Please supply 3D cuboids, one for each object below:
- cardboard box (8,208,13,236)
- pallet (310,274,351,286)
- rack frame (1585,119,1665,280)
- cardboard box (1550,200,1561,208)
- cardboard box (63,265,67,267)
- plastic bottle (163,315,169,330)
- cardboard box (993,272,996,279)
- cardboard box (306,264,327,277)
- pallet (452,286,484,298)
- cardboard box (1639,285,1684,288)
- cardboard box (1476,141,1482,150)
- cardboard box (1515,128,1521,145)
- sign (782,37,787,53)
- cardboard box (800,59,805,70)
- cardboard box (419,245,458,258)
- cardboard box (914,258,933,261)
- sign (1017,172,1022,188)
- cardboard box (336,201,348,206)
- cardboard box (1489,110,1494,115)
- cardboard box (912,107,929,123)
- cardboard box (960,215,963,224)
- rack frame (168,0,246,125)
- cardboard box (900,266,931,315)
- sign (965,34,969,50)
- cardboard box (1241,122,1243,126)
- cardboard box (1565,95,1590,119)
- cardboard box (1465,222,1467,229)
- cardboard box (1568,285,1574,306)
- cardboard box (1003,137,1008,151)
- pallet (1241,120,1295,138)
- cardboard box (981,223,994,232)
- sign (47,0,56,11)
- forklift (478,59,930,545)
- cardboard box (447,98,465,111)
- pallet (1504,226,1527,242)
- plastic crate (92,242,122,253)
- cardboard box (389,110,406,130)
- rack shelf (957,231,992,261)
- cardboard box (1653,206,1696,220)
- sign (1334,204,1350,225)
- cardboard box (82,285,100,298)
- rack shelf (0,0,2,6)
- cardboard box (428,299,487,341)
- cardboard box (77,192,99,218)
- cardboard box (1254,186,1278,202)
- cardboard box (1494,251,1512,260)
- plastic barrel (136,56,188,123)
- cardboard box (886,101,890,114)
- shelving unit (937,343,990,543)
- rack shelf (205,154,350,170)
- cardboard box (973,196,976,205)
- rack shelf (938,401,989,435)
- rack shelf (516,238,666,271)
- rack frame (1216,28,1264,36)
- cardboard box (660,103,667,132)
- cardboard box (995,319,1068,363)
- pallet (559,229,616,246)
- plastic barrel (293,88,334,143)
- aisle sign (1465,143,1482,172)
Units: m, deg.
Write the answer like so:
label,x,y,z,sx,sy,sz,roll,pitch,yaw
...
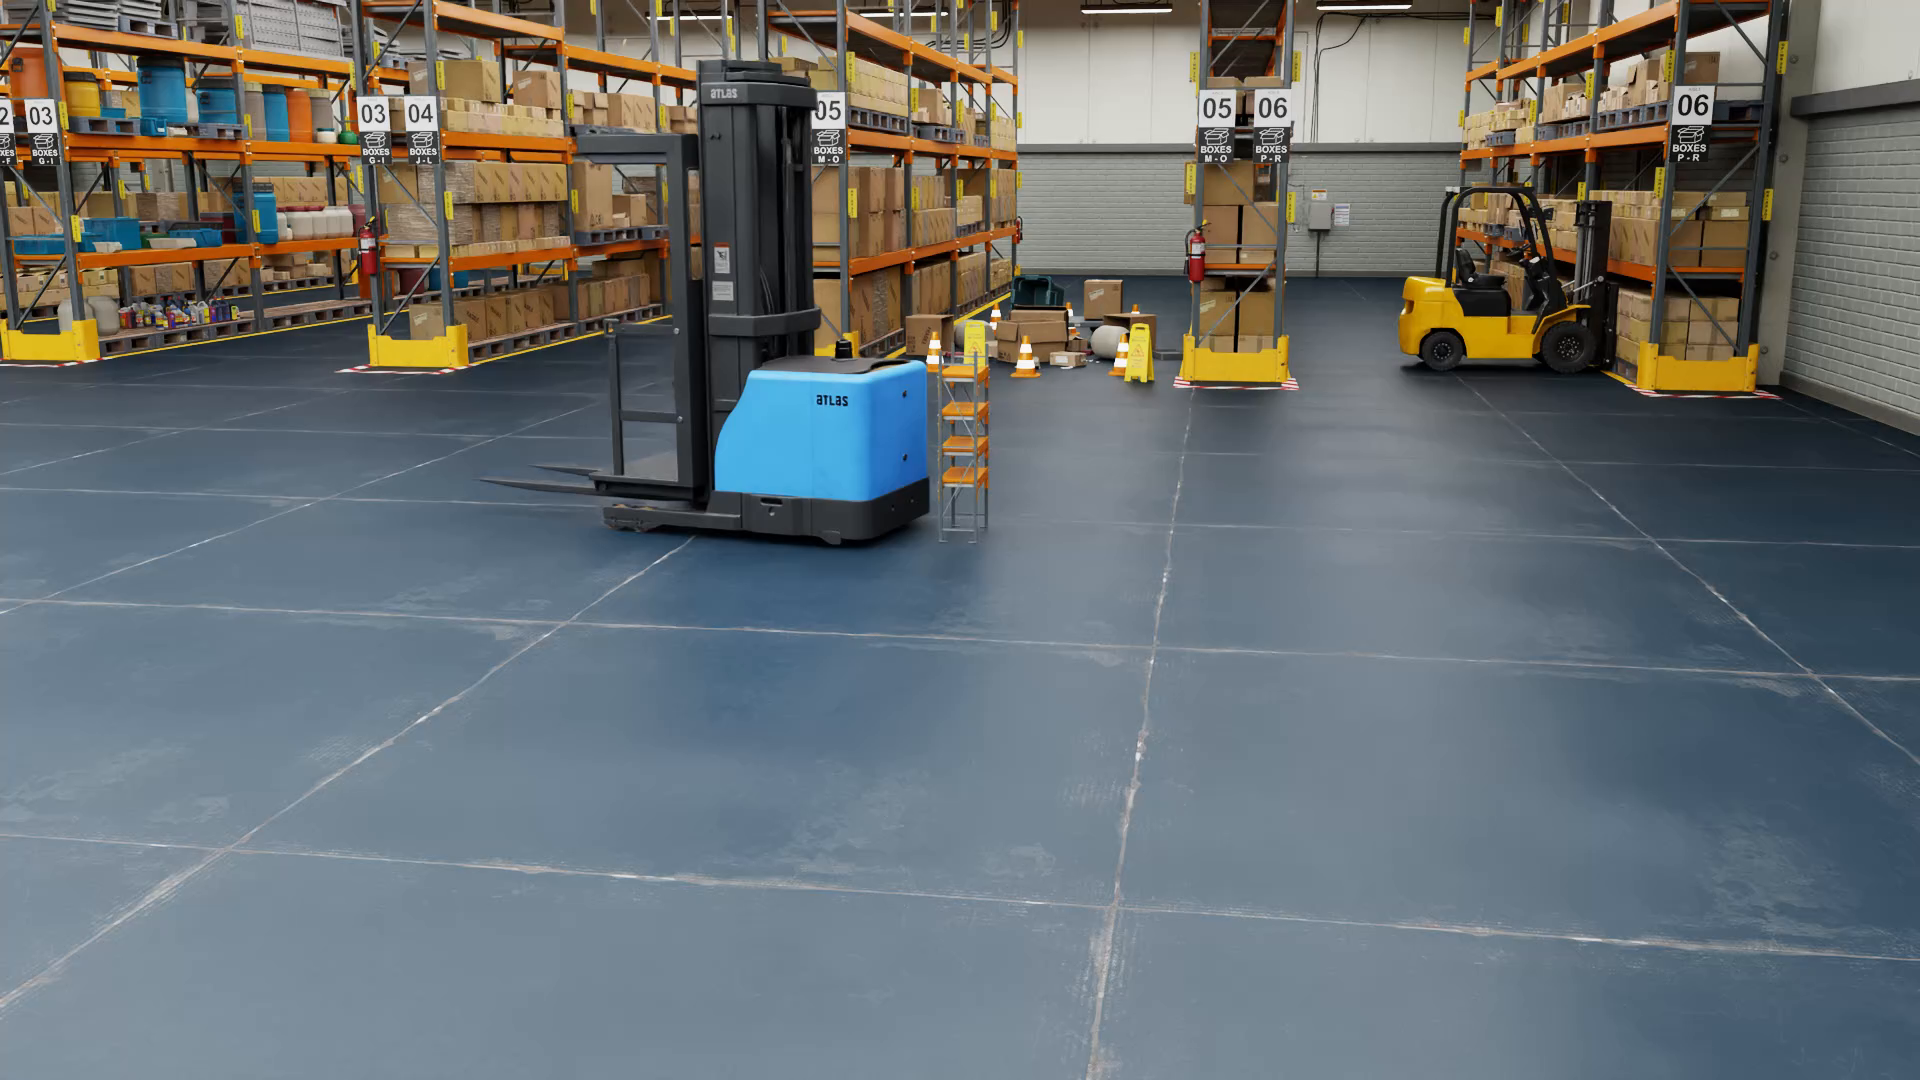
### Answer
label,x,y,z,sx,sy,sz,roll,pitch,yaw
cardboard box,-15.625,-5.077,26.692,0.500,0.500,0.500,3,12,13
pallet,-14.128,-5.712,36.496,1.003,0.211,1.213,2,12,9
rack frame,8.645,-3.956,21.729,1.000,3.000,0.127,2,12,9
cardboard box,8.732,-4.829,24.002,0.380,0.149,0.250,2,12,10
cardboard box,-19.208,-5.824,35.334,0.700,0.500,0.500,2,12,8
plastic bottle,-10.958,-3.001,22.896,0.097,0.201,0.097,0,12,0
cardboard box,0.498,-5.163,32.394,0.380,0.149,0.250,2,12,11
cardboard box,-14.010,-5.810,35.814,0.500,0.250,0.500,2,12,9
pallet,-9.875,-4.740,31.989,1.003,0.211,1.213,2,12,9
cardboard box,8.607,-2.986,20.387,0.500,0.250,0.500,2,12,9
cardboard box,9.847,-7.371,31.050,0.380,0.149,0.250,2,12,10
cardboard box,9.253,-6.505,26.794,0.500,0.250,0.500,2,12,9
sign,-3.672,-10.342,34.719,0.100,0.325,0.005,2,12,9
cardboard box,-2.025,-5.543,19.444,0.380,0.149,0.250,2,12,9
cardboard box,-6.388,-3.533,20.364,0.380,0.149,0.250,2,12,9
cardboard box,-0.705,-4.589,27.822,0.500,0.250,0.500,2,12,7
sign,1.224,-7.452,34.452,0.100,0.325,0.005,2,12,9
cardboard box,-13.794,-7.204,36.562,0.500,0.500,0.500,2,12,10
cardboard box,9.716,-7.517,29.596,0.500,0.250,0.500,2,12,9
cardboard box,-0.669,-6.293,24.537,0.396,0.266,0.258,2,12,9
cardboard box,-0.161,-5.425,28.147,0.380,0.149,0.250,2,12,11
rack frame,-10.946,-7.530,24.074,1.000,3.000,0.127,2,12,9
cardboard box,-1.008,-3.694,24.856,1.050,0.750,0.750,2,12,9
sign,0.143,-10.199,34.053,0.100,0.325,0.005,2,12,9
cardboard box,3.766,-5.229,21.112,0.380,0.149,0.250,1,12,7
cardboard box,8.634,-5.951,22.845,0.500,0.311,0.500,1,12,7
cardboard box,10.176,-6.217,32.818,0.380,0.149,0.250,2,12,10
cardboard box,8.715,-3.109,22.441,0.875,0.625,0.625,2,12,11
cardboard box,0.647,-7.722,32.443,0.500,0.250,0.500,2,12,11
pallet,3.940,-5.616,22.756,1.213,0.211,1.003,2,12,9
cardboard box,0.431,-5.846,31.097,0.380,0.149,0.250,2,12,11
sign,-11.018,-6.577,20.146,0.100,0.325,0.005,2,12,9
forklift,-1.770,-1.577,10.853,3.031,2.935,1.130,5,13,21
cardboard box,-6.261,-5.293,20.223,0.380,0.149,0.250,2,12,10
pallet,9.295,-4.838,26.278,1.213,0.211,1.003,2,12,9
plastic crate,-11.106,-3.812,21.687,0.298,0.136,0.250,2,12,9
cardboard box,-6.844,-5.106,20.302,0.500,0.250,0.500,2,12,10
rack shelf,-0.244,-5.153,28.990,1.077,0.370,4.000,2,12,9
cardboard box,7.807,-3.570,18.164,0.380,0.149,0.250,2,12,9
sign,9.003,-7.671,39.192,0.329,0.494,0.001,2,12,9
cardboard box,-15.140,-4.228,28.521,0.500,0.250,0.500,2,12,8
rack shelf,-19.812,-10.373,31.085,1.077,0.370,4.000,2,12,9
cardboard box,-6.496,-2.843,21.500,0.500,0.500,0.500,5,13,23
cardboard box,-19.185,-7.146,35.822,0.980,0.700,0.700,1,12,6
cardboard box,4.096,-4.604,22.796,0.500,0.500,0.500,2,12,10
cardboard box,9.618,-4.999,29.260,0.380,0.149,0.250,2,12,8
plastic barrel,-11.205,-6.310,23.348,0.600,0.901,0.708,2,12,9
cardboard box,-1.101,-5.502,21.144,0.380,0.149,0.250,2,12,8
shelving unit,0.025,-0.621,10.527,0.258,1.200,0.503,2,12,9
rack shelf,-14.302,-7.955,34.874,1.077,0.370,4.000,2,12,9
cardboard box,0.073,-6.040,29.586,0.380,0.149,0.250,2,12,8
rack shelf,0.025,-0.774,10.494,0.258,0.148,0.480,2,12,9
rack shelf,-5.744,-4.502,25.969,1.077,0.370,4.000,2,12,9
rack frame,5.586,-9.547,33.431,1.000,3.000,0.127,2,12,9
cardboard box,-5.414,-7.121,28.054,0.797,0.503,0.637,3,12,12
cardboard box,0.894,-2.511,20.948,0.797,0.503,0.637,-7,14,-30
pallet,-5.791,-4.498,24.698,1.003,0.211,1.213,2,12,9
plastic barrel,-10.672,-6.978,27.441,0.600,0.901,0.600,0,12,0
aisle sign,10.211,-7.748,33.157,0.394,0.787,0.004,2,12,9
